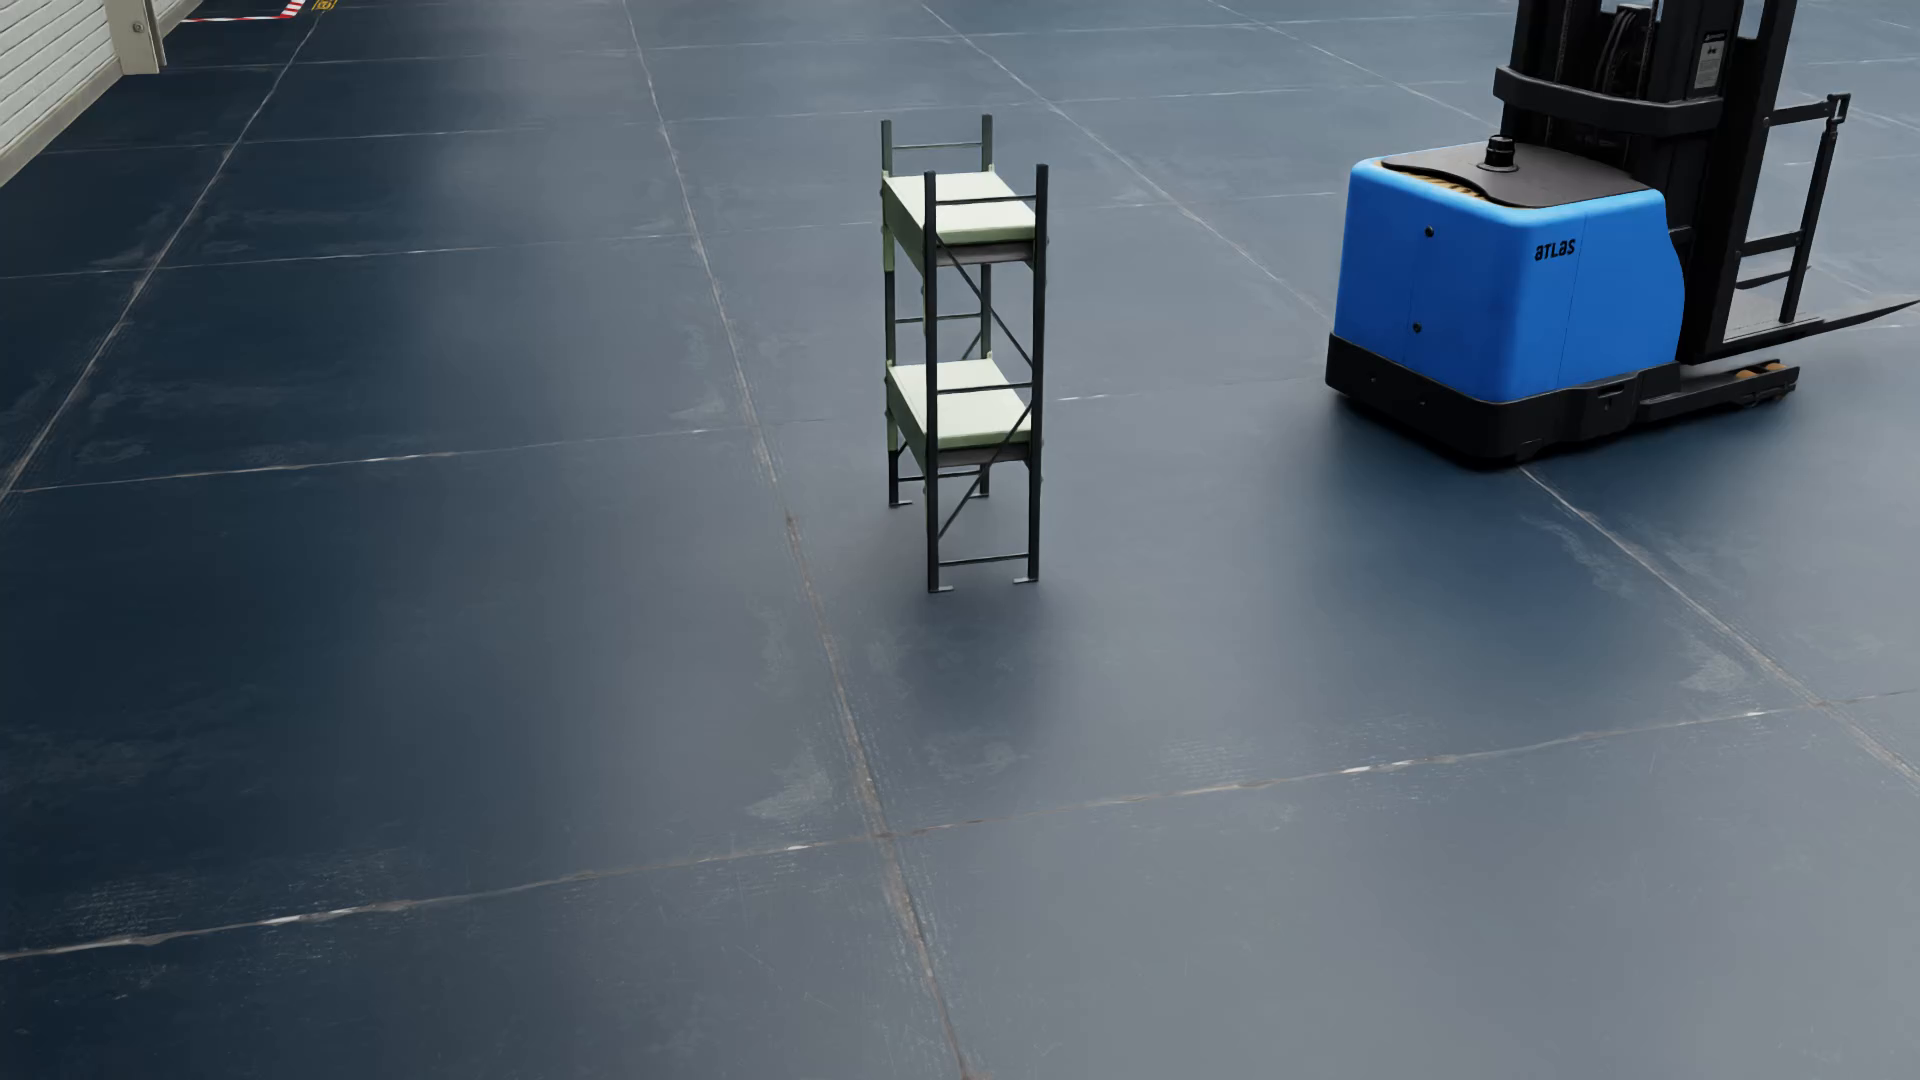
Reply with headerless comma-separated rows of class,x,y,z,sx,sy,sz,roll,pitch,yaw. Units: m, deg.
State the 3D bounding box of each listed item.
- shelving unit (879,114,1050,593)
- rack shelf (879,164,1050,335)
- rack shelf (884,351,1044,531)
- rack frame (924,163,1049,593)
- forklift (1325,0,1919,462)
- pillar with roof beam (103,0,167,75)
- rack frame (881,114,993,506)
shelving unit,0.002,-0.667,5.906,0.431,1.500,0.755,-6,27,-12
rack shelf,0.002,-1.015,5.730,0.431,0.370,0.720,-6,27,-12
rack shelf,0.002,-0.376,6.053,0.431,0.370,0.720,-6,27,-12
rack frame,0.084,-0.506,5.588,0.400,1.500,0.023,-6,27,-12
forklift,3.189,-2.091,7.139,3.031,2.935,1.130,-14,30,-25
pillar with roof beam,-2.791,-8.477,13.059,9.100,9.000,0.400,-6,27,-12
rack frame,-0.081,-0.827,6.225,0.400,1.500,0.023,-6,27,-12
